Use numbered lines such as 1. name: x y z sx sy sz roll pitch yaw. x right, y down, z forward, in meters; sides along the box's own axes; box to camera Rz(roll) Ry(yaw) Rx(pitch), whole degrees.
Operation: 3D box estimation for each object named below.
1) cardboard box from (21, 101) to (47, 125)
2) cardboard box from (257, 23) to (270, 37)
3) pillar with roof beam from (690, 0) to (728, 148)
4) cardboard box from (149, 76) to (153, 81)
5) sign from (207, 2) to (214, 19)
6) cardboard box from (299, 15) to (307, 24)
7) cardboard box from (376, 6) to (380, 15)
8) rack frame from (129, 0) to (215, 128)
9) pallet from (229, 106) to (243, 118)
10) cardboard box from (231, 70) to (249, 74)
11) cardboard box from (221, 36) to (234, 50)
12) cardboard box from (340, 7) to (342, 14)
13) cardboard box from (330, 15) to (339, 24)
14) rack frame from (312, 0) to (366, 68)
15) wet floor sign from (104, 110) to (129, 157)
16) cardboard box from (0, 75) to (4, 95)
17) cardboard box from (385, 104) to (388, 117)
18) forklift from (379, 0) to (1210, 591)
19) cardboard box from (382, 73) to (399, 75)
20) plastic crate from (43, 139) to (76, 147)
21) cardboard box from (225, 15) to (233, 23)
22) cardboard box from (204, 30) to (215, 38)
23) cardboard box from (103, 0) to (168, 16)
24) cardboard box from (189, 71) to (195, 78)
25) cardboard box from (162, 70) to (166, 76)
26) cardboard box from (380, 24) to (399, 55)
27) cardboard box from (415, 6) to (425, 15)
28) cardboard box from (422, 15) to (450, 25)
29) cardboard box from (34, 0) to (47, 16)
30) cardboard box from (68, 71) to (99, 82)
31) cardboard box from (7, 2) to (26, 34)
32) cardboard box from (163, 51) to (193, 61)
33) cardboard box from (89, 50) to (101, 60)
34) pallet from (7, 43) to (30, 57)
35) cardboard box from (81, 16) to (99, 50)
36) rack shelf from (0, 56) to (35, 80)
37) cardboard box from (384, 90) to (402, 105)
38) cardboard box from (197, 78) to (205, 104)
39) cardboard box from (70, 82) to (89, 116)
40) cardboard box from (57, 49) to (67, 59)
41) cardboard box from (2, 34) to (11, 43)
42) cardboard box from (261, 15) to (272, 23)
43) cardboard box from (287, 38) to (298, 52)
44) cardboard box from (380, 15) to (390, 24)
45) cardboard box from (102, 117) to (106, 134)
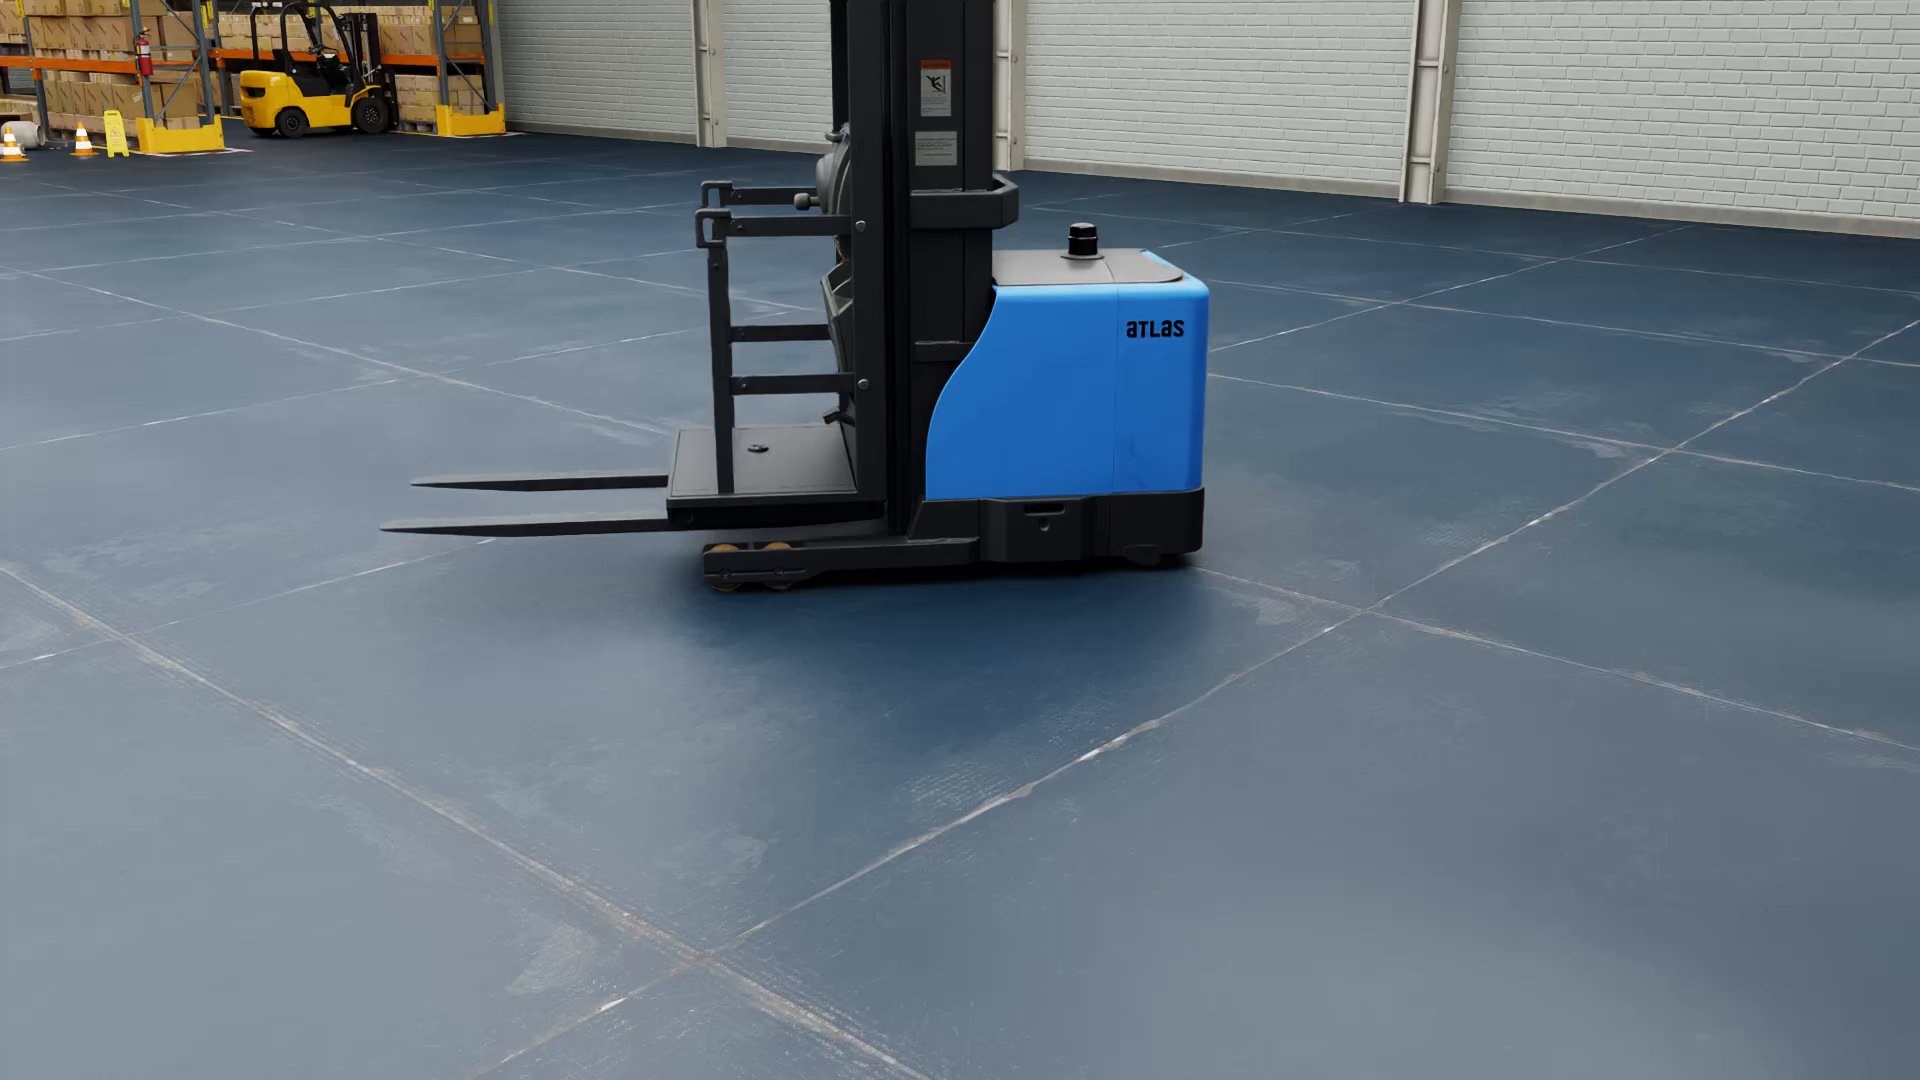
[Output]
1. cardboard box: -15.111 -7.176 27.915 0.625 0.372 0.950 15 23 40
2. cardboard box: -13.095 -9.766 31.848 0.500 0.250 0.500 15 23 40
3. pillar with roof beam: -6.726 -9.469 21.572 0.400 9.000 9.100 15 23 39
4. cardboard box: -17.196 -9.715 35.701 0.500 0.500 0.500 16 24 42
5. sign: -14.770 -10.440 32.766 0.005 0.325 0.100 15 23 39
6. cardboard box: -12.033 -9.670 30.887 0.250 0.149 0.380 15 23 38
7. cardboard box: -9.993 -9.274 29.146 0.250 0.149 0.380 15 23 40
8. rack frame: -11.726 -7.321 24.720 0.127 3.000 1.000 15 23 39
9. pallet: -13.827 -8.547 33.196 1.213 0.211 1.003 15 23 39
10. cardboard box: -14.781 -9.603 34.278 0.250 0.149 0.380 16 24 41
11. cardboard box: -14.247 -9.835 32.890 0.500 0.250 0.500 15 23 39
12. cardboard box: -10.932 -9.534 29.964 0.250 0.149 0.380 14 23 38
13. cardboard box: -11.167 -9.429 30.127 0.250 0.149 0.380 16 23 41
14. rack frame: -11.425 -9.248 30.792 0.127 3.000 1.000 15 23 39
15. wet floor sign: -12.294 -5.918 24.193 0.267 0.644 0.232 -9 20 -27
16. cardboard box: -18.171 -8.272 30.536 0.875 0.875 0.875 15 23 39
17. cardboard box: -10.132 -7.661 29.643 0.500 0.250 0.500 16 24 41
18. forklift: -0.637 -1.381 6.119 3.031 2.935 1.130 -2 18 -7
19. cardboard box: -10.129 -8.136 29.488 0.500 0.250 0.500 14 23 38
20. plastic crate: -14.087 -6.231 26.115 0.583 0.080 0.402 7 19 21
21. cardboard box: -14.174 -10.224 32.630 0.250 0.149 0.380 16 23 40
22. cardboard box: -15.163 -10.176 33.439 0.250 0.149 0.380 16 23 40
23. cardboard box: -12.253 -8.040 24.676 0.500 0.500 0.700 14 23 38
24. cardboard box: -15.701 -9.634 34.376 0.250 0.149 0.380 15 23 38
25. cardboard box: -16.645 -9.901 35.215 0.250 0.149 0.380 15 23 38
26. cardboard box: -9.741 -8.741 29.029 0.500 0.500 0.500 14 23 38
27. cardboard box: -9.047 -9.010 28.313 0.250 0.149 0.380 15 23 39
28. cardboard box: -8.879 -8.807 28.167 0.250 0.149 0.380 15 23 40
29. cardboard box: -14.165 -8.545 26.268 0.500 0.500 0.700 15 23 40
30. cardboard box: -13.813 -7.306 26.212 0.250 0.149 0.380 17 24 42
31. cardboard box: -15.215 -8.554 27.256 0.500 0.500 0.500 15 23 38
32. cardboard box: -11.842 -7.316 25.121 0.250 0.149 0.380 15 23 39
33. cardboard box: -13.150 -7.469 25.602 0.250 0.149 0.380 15 23 39
34. pallet: -15.192 -8.219 27.867 1.213 0.211 1.003 15 23 39
35. cardboard box: -13.058 -7.760 25.446 0.500 0.500 0.500 15 23 39
36. rack shelf: -16.213 -8.182 28.625 4.000 0.370 1.077 15 23 39
37. cardboard box: -9.773 -7.801 29.260 0.500 0.250 0.500 14 23 38
38. cardboard box: -15.244 -9.199 34.075 0.500 0.500 0.500 15 23 38
39. cardboard box: -13.660 -6.982 26.264 0.500 0.500 0.500 17 24 42
40. cardboard box: -14.091 -7.725 26.410 0.250 0.149 0.380 16 24 41
41. cardboard box: -15.688 -8.346 27.671 0.250 0.149 0.380 15 23 38
42. cardboard box: -13.053 -9.908 31.636 0.250 0.149 0.380 14 23 38
43. cardboard box: -12.356 -9.318 31.261 0.500 0.250 0.500 15 23 39
44. cardboard box: -9.855 -9.060 28.962 0.250 0.149 0.380 15 23 40
45. cardboard box: -12.891 -6.417 25.726 0.500 0.250 0.500 15 23 39
